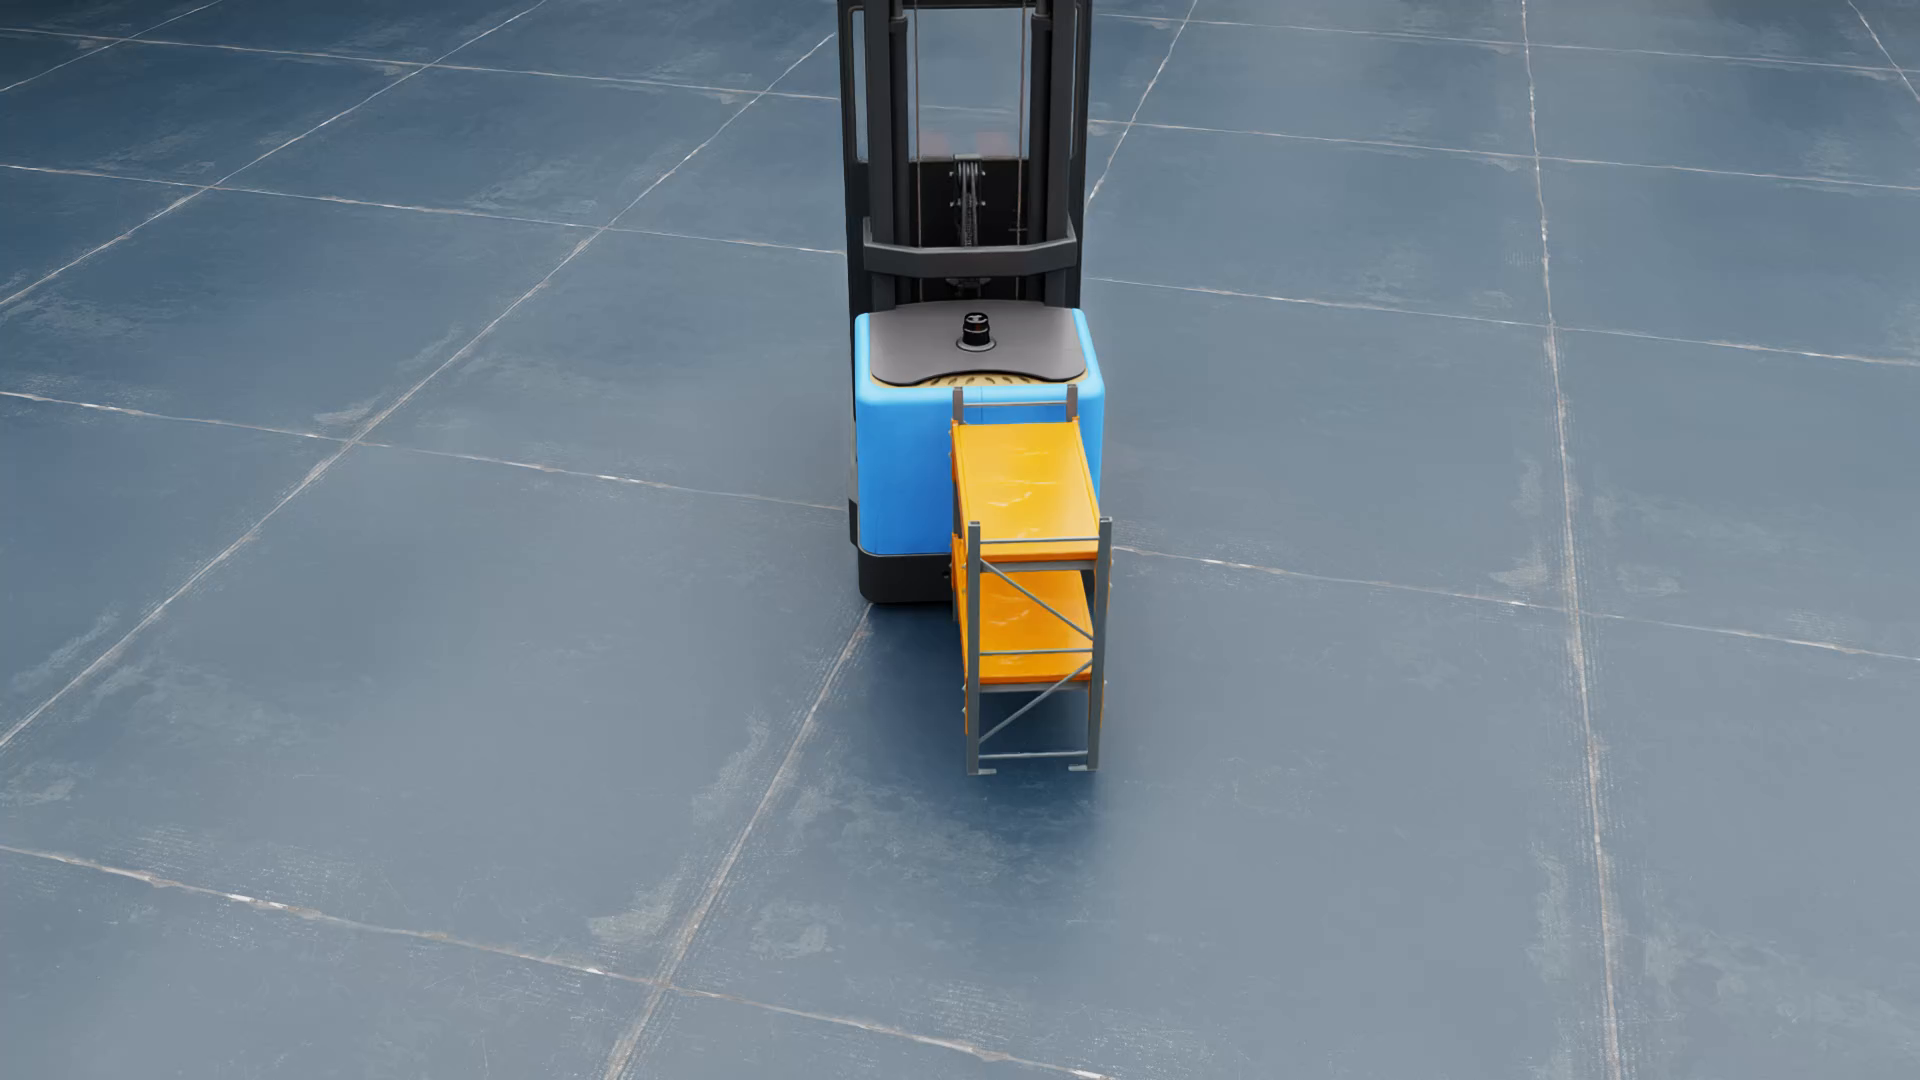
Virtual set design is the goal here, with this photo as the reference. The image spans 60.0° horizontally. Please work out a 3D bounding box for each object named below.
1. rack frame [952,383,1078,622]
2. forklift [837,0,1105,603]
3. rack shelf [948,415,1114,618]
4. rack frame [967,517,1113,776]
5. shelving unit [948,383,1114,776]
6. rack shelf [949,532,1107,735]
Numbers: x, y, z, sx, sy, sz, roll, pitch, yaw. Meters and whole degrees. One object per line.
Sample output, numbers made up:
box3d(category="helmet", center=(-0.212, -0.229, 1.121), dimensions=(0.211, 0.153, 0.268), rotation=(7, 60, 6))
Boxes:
box3d(category="rack frame", center=(0.220, -0.135, 6.914), dimensions=(0.500, 1.125, 0.032), rotation=(-2, 32, -3))
box3d(category="forklift", center=(0.005, -1.728, 7.736), dimensions=(1.130, 2.935, 3.031), rotation=(-2, 32, -3))
box3d(category="rack shelf", center=(0.249, -0.110, 6.329), dimensions=(0.538, 0.278, 1.000), rotation=(-2, 32, -3))
box3d(category="rack frame", center=(0.278, 0.410, 6.057), dimensions=(0.500, 1.125, 0.032), rotation=(-2, 32, -3))
box3d(category="shelving unit", center=(0.249, 0.137, 6.486), dimensions=(0.538, 1.125, 1.048), rotation=(-2, 32, -3))
box3d(category="rack shelf", center=(0.249, 0.344, 6.617), dimensions=(0.538, 0.278, 1.000), rotation=(-2, 32, -3))
